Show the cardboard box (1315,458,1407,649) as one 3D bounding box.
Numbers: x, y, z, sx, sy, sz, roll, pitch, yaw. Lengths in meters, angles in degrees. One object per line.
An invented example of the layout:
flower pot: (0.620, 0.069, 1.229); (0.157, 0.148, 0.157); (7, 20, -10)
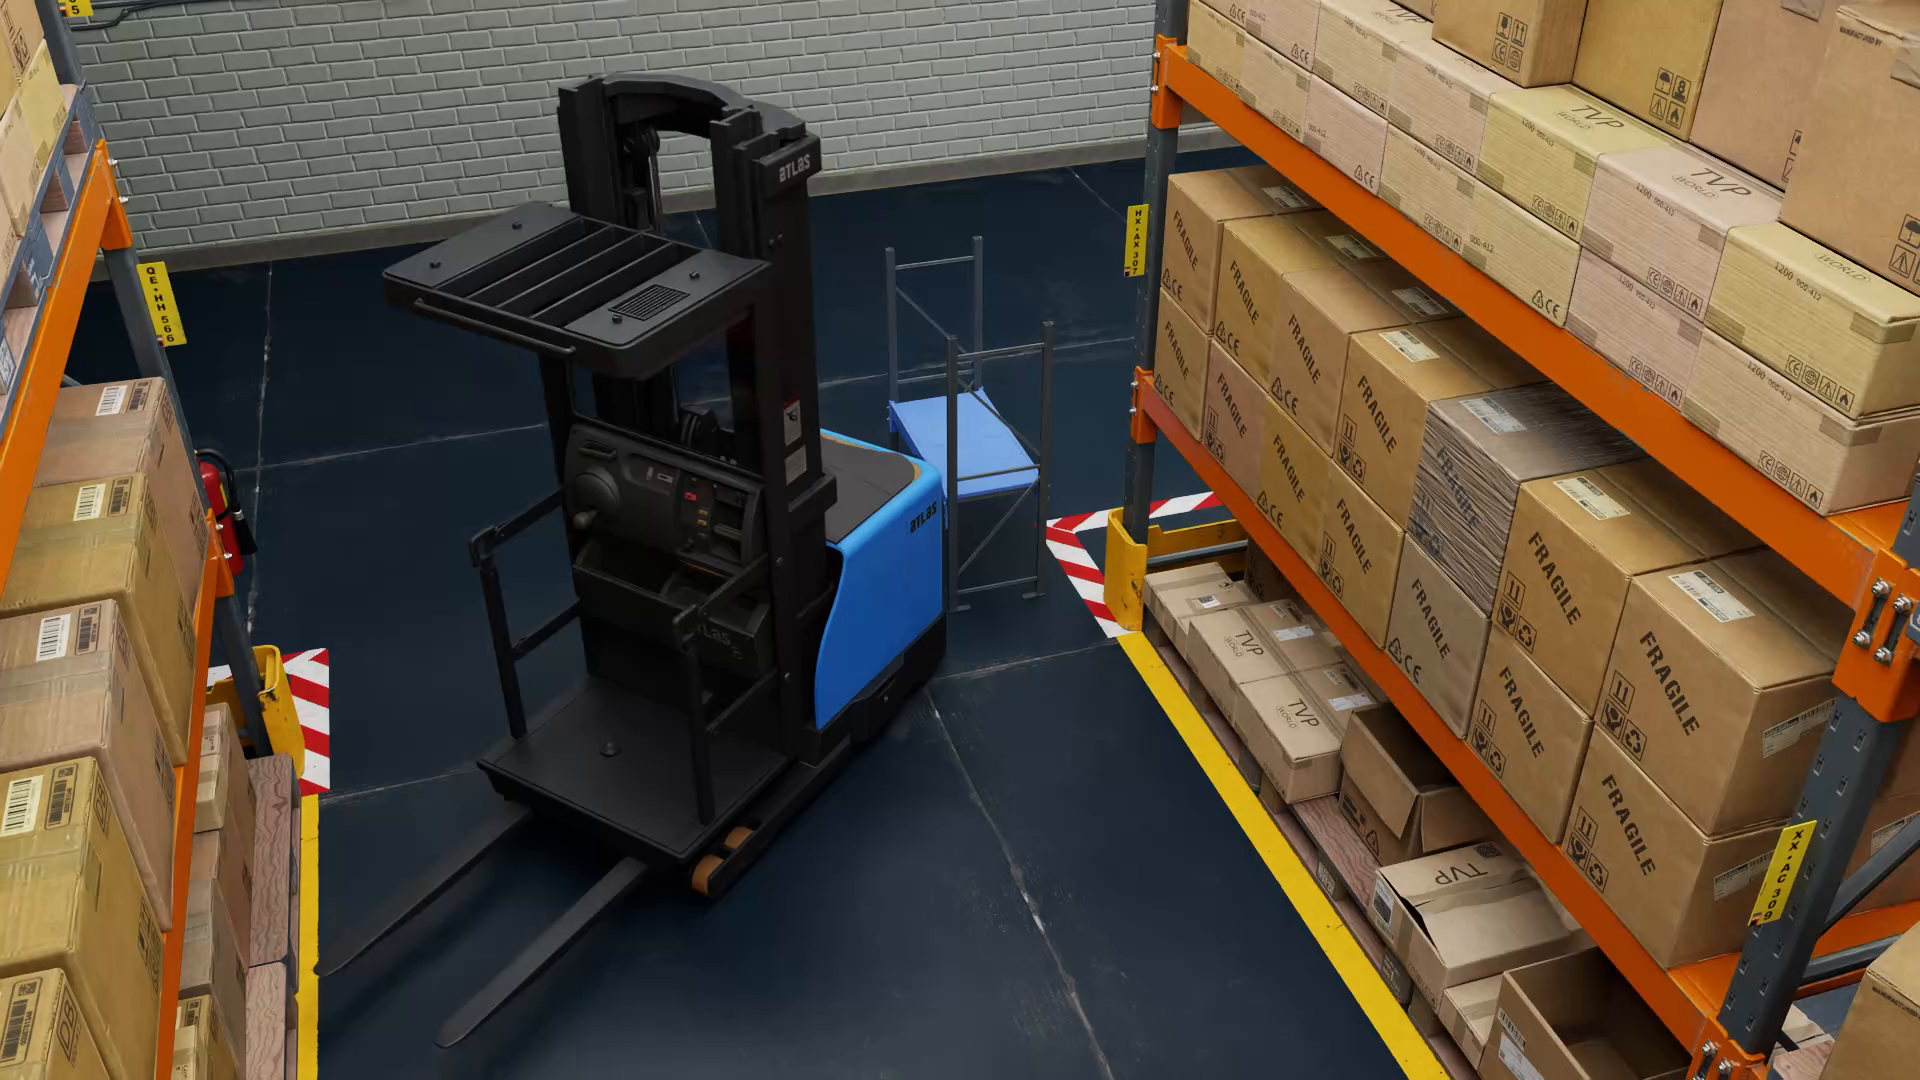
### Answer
cardboard box: (1.631, 0.007, 5.928); (0.500, 0.500, 0.500); (-10, 35, -14)

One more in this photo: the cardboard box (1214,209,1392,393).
cardboard box: (1.334, -0.934, 6.445); (0.500, 0.500, 0.500); (-10, 35, -14)

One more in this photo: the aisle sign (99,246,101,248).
aisle sign: (-3.170, -1.363, 5.734); (0.394, 0.787, 0.004); (-10, 35, -15)

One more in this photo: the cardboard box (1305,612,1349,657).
cardboard box: (1.721, 0.445, 7.527); (0.380, 0.166, 0.250); (-10, 35, -15)

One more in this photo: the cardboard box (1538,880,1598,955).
cardboard box: (2.308, 1.364, 6.136); (0.380, 0.166, 0.250); (-10, 35, -15)

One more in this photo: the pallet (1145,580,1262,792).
pallet: (1.550, 0.596, 7.656); (1.003, 0.211, 1.213); (-10, 35, -15)

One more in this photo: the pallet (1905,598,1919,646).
pallet: (2.635, 0.256, 3.092); (1.213, 0.211, 1.003); (-10, 35, -15)

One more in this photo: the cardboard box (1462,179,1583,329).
cardboard box: (1.799, -0.850, 4.731); (0.500, 0.250, 0.500); (-10, 35, -15)

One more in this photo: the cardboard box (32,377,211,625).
cardboard box: (-3.268, -0.050, 5.832); (0.980, 0.700, 0.700); (-8, 34, -13)

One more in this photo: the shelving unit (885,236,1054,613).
shelving unit: (0.026, -0.581, 8.269); (0.538, 1.500, 1.048); (-10, 35, -15)

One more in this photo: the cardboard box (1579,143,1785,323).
cardboard box: (1.947, -0.796, 4.195); (0.500, 0.250, 0.500); (-10, 35, -15)

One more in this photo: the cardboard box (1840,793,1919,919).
cardboard box: (2.607, 0.719, 4.850); (0.500, 0.500, 0.500); (-9, 35, -13)

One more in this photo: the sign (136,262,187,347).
sign: (-2.912, -0.856, 6.060); (0.100, 0.325, 0.005); (-10, 35, -15)

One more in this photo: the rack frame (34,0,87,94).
rack frame: (-3.433, -2.693, 4.664); (1.000, 3.000, 0.127); (-10, 35, -15)

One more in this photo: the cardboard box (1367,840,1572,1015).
cardboard box: (1.831, 1.368, 5.999); (0.500, 0.311, 0.500); (-10, 35, -15)

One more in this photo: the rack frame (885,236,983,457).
rack frame: (-0.129, -0.848, 8.673); (0.500, 1.500, 0.032); (-10, 35, -15)

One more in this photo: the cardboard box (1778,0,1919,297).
cardboard box: (2.319, -0.885, 3.649); (0.700, 0.500, 0.500); (-10, 35, -15)

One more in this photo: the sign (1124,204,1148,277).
sign: (0.766, -1.295, 7.204); (0.100, 0.325, 0.005); (-10, 35, -15)

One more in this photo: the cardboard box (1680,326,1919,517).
cardboard box: (2.102, -0.325, 3.936); (0.500, 0.250, 0.500); (-10, 35, -15)

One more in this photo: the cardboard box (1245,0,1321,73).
cardboard box: (1.338, -1.846, 5.784); (0.500, 0.250, 0.500); (-10, 35, -15)

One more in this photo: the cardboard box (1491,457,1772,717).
cardboard box: (1.944, 0.125, 4.842); (0.500, 0.500, 0.500); (-11, 35, -16)

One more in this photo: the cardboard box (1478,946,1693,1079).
cardboard box: (2.059, 1.683, 5.351); (0.500, 0.500, 0.500); (-10, 35, -15)

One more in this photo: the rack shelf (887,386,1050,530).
rack shelf: (0.026, -0.431, 8.368); (0.538, 0.185, 1.000); (-10, 35, -15)

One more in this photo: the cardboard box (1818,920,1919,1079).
cardboard box: (2.435, 1.144, 3.826); (0.700, 0.500, 0.500); (-23, 40, -30)

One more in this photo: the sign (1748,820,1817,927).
sign: (1.989, 0.809, 4.020); (0.100, 0.325, 0.005); (-10, 35, -15)

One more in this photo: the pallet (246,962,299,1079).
pallet: (-2.746, 2.019, 5.503); (1.003, 0.211, 1.213); (-10, 35, -15)

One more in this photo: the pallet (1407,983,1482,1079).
pallet: (2.295, 1.877, 5.718); (1.003, 0.211, 1.213); (-10, 35, -15)

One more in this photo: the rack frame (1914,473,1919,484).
rack frame: (2.503, -1.428, 2.749); (1.000, 3.000, 0.127); (-10, 35, -15)

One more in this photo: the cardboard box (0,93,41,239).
cardboard box: (-2.797, -0.983, 4.461); (0.500, 0.250, 0.500); (-11, 35, -17)

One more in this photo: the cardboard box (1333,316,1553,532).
cardboard box: (1.638, -0.404, 5.643); (0.500, 0.500, 0.500); (-10, 35, -15)

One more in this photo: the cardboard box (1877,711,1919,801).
cardboard box: (2.628, 0.321, 4.546); (0.500, 0.500, 0.500); (-9, 35, -13)

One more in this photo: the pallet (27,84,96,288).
pallet: (-3.197, -1.017, 4.928); (1.003, 0.211, 1.213); (-10, 35, -15)

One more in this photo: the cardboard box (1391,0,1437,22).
cardboard box: (1.782, -1.948, 5.258); (0.700, 0.500, 0.500); (-10, 35, -15)

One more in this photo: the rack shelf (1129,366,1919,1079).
rack shelf: (1.893, 0.325, 6.190); (1.077, 0.370, 4.000); (-10, 35, -15)

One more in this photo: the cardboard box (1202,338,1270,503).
cardboard box: (1.330, -0.520, 6.725); (0.500, 0.500, 0.500); (-10, 35, -15)

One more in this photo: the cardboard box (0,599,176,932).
cardboard box: (-2.812, 0.732, 4.649); (0.980, 0.700, 0.700); (-12, 35, -17)

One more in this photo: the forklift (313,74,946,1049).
forklift: (-1.263, -0.099, 6.242); (1.130, 2.935, 3.031); (19, 38, 26)

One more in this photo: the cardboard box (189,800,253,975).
cardboard box: (-2.972, 1.291, 5.963); (0.700, 0.500, 0.500); (-10, 35, -15)

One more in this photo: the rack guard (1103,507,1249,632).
rack guard: (1.306, 0.057, 8.210); (1.175, 0.500, 0.348); (-10, 35, -15)

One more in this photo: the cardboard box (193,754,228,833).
cardboard box: (-2.833, 0.928, 5.923); (0.380, 0.149, 0.250); (-9, 35, -13)

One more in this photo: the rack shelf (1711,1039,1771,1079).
rack shelf: (3.113, 2.425, 3.012); (1.077, 0.370, 4.000); (-10, 35, -15)

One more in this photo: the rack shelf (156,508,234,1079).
rack shelf: (-2.823, 1.160, 4.927); (1.077, 0.370, 4.000); (-10, 35, -15)

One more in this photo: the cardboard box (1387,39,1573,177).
cardboard box: (1.645, -1.321, 4.990); (0.500, 0.250, 0.500); (-10, 35, -15)

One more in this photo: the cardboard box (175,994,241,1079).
cardboard box: (-2.648, 1.833, 5.141); (0.700, 0.500, 0.500); (-9, 35, -14)

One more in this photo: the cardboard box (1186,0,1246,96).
cardboard box: (1.198, -1.902, 6.323); (0.500, 0.250, 0.500); (-10, 35, -15)

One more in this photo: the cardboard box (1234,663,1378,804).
cardboard box: (1.484, 0.796, 6.919); (0.500, 0.250, 0.500); (-10, 35, -15)

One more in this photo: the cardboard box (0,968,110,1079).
cardboard box: (-2.363, 1.497, 3.492); (0.980, 0.700, 0.700); (-9, 35, -14)

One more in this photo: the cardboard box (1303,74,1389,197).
cardboard box: (1.492, -1.375, 5.525); (0.500, 0.250, 0.500); (-10, 35, -15)

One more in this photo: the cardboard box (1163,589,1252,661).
cardboard box: (1.160, 0.382, 7.622); (0.380, 0.166, 0.250); (-10, 35, -15)

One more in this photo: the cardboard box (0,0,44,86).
cardboard box: (-2.950, -1.571, 4.670); (0.500, 0.500, 0.500); (-10, 35, -15)

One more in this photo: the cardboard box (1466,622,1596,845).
cardboard box: (1.948, 0.543, 5.116); (0.500, 0.500, 0.500); (-9, 35, -13)

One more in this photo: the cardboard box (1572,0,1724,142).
cardboard box: (2.143, -1.432, 4.478); (0.700, 0.500, 0.500); (-10, 35, -15)
